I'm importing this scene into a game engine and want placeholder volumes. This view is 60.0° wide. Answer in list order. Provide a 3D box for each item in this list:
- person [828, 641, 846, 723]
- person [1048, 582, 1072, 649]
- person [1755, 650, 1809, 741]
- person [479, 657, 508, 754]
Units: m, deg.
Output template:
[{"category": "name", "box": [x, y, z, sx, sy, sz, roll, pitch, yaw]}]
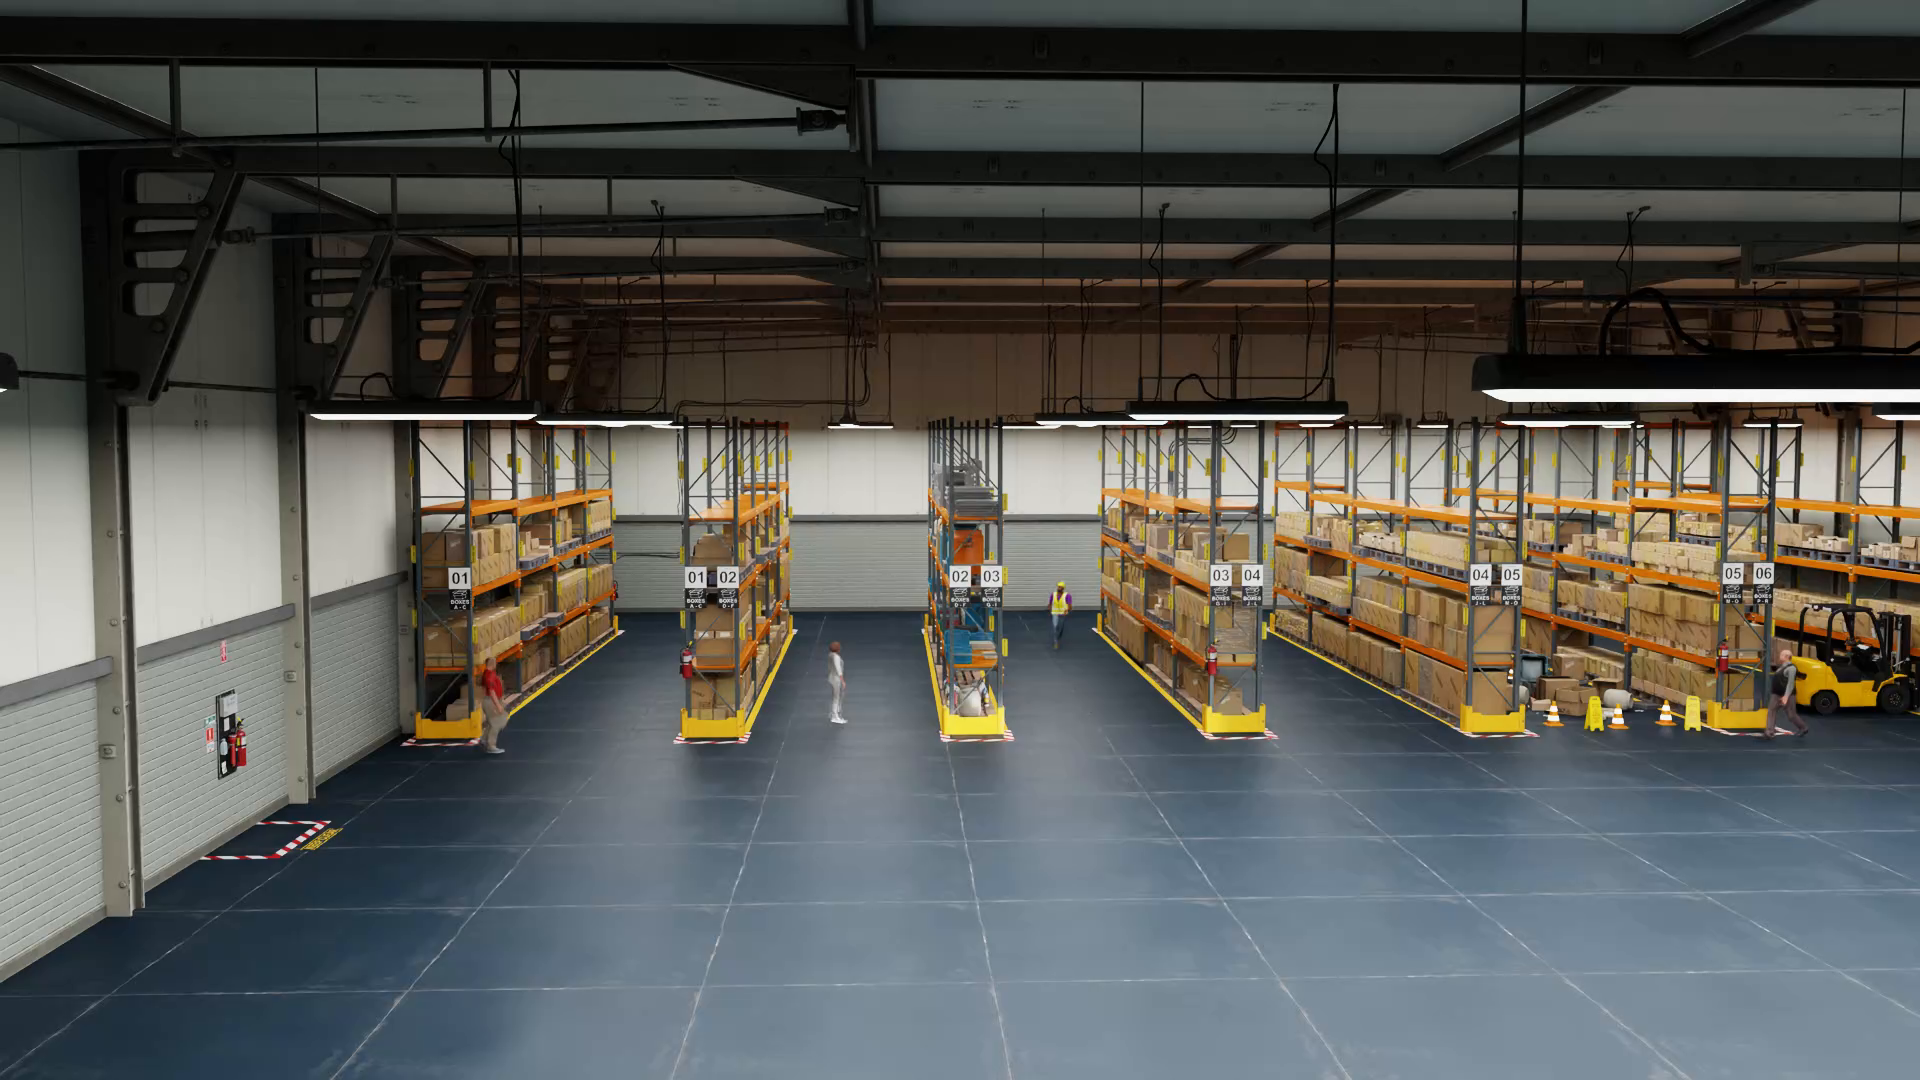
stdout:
[{"category": "person", "box": [-2.420, 2.808, 32.710, 0.358, 1.646, 0.432, -1, 4, -8]}, {"category": "person", "box": [2.667, 1.986, 44.214, 0.601, 1.745, 1.003, 0, 4, -2]}, {"category": "person", "box": [15.257, 2.876, 30.743, 0.982, 1.696, 0.505, -2, 4, -23]}, {"category": "person", "box": [-8.301, 2.923, 29.452, 0.494, 1.710, 0.542, 0, 4, -4]}]
